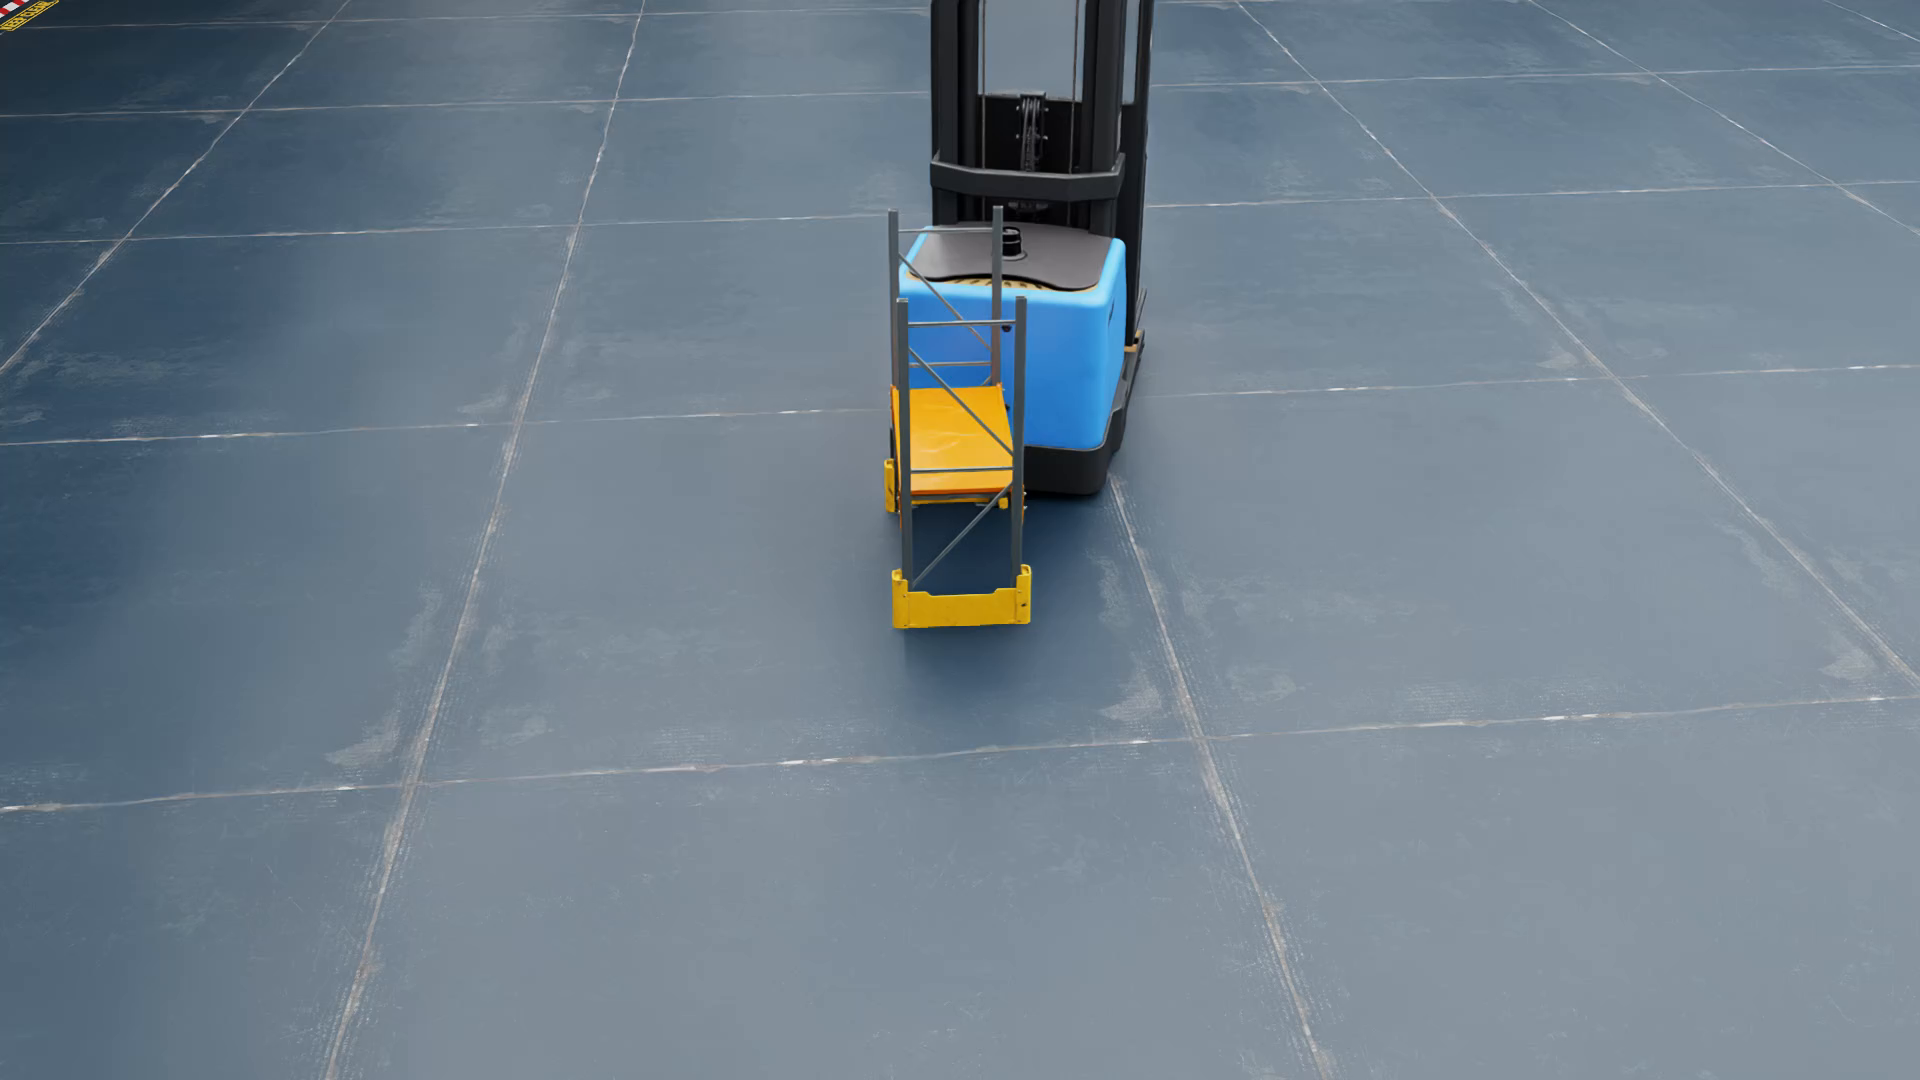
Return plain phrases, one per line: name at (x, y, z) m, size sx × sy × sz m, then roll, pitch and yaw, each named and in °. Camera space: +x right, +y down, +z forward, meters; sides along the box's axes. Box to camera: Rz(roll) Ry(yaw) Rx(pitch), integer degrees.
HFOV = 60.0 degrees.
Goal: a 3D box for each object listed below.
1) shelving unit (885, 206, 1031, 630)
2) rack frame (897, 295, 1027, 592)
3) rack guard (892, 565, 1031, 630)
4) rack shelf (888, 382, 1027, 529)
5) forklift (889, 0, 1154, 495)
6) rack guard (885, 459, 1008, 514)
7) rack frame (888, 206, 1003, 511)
shelving unit at (-0.028, -0.547, 7.203) m, size 0.587 × 1.500 × 1.083 m, roll -2°, pitch 31°, yaw -3°
rack frame at (0.008, -0.282, 6.760) m, size 0.500 × 1.500 × 0.032 m, roll -2°, pitch 31°, yaw -3°
rack guard at (0.007, 0.245, 7.097) m, size 0.587 × 0.250 × 0.087 m, roll -2°, pitch 31°, yaw -3°
rack shelf at (-0.028, -0.388, 7.287) m, size 0.538 × 0.185 × 1.000 m, roll -2°, pitch 31°, yaw -3°
forklift at (0.444, -2.218, 8.604) m, size 1.130 × 2.935 × 3.031 m, roll 6°, pitch 31°, yaw 9°
rack guard at (-0.063, -0.265, 7.950) m, size 0.587 × 0.250 × 0.087 m, roll -2°, pitch 31°, yaw -3°
rack frame at (-0.063, -0.802, 7.630) m, size 0.500 × 1.500 × 0.032 m, roll -2°, pitch 31°, yaw -3°
